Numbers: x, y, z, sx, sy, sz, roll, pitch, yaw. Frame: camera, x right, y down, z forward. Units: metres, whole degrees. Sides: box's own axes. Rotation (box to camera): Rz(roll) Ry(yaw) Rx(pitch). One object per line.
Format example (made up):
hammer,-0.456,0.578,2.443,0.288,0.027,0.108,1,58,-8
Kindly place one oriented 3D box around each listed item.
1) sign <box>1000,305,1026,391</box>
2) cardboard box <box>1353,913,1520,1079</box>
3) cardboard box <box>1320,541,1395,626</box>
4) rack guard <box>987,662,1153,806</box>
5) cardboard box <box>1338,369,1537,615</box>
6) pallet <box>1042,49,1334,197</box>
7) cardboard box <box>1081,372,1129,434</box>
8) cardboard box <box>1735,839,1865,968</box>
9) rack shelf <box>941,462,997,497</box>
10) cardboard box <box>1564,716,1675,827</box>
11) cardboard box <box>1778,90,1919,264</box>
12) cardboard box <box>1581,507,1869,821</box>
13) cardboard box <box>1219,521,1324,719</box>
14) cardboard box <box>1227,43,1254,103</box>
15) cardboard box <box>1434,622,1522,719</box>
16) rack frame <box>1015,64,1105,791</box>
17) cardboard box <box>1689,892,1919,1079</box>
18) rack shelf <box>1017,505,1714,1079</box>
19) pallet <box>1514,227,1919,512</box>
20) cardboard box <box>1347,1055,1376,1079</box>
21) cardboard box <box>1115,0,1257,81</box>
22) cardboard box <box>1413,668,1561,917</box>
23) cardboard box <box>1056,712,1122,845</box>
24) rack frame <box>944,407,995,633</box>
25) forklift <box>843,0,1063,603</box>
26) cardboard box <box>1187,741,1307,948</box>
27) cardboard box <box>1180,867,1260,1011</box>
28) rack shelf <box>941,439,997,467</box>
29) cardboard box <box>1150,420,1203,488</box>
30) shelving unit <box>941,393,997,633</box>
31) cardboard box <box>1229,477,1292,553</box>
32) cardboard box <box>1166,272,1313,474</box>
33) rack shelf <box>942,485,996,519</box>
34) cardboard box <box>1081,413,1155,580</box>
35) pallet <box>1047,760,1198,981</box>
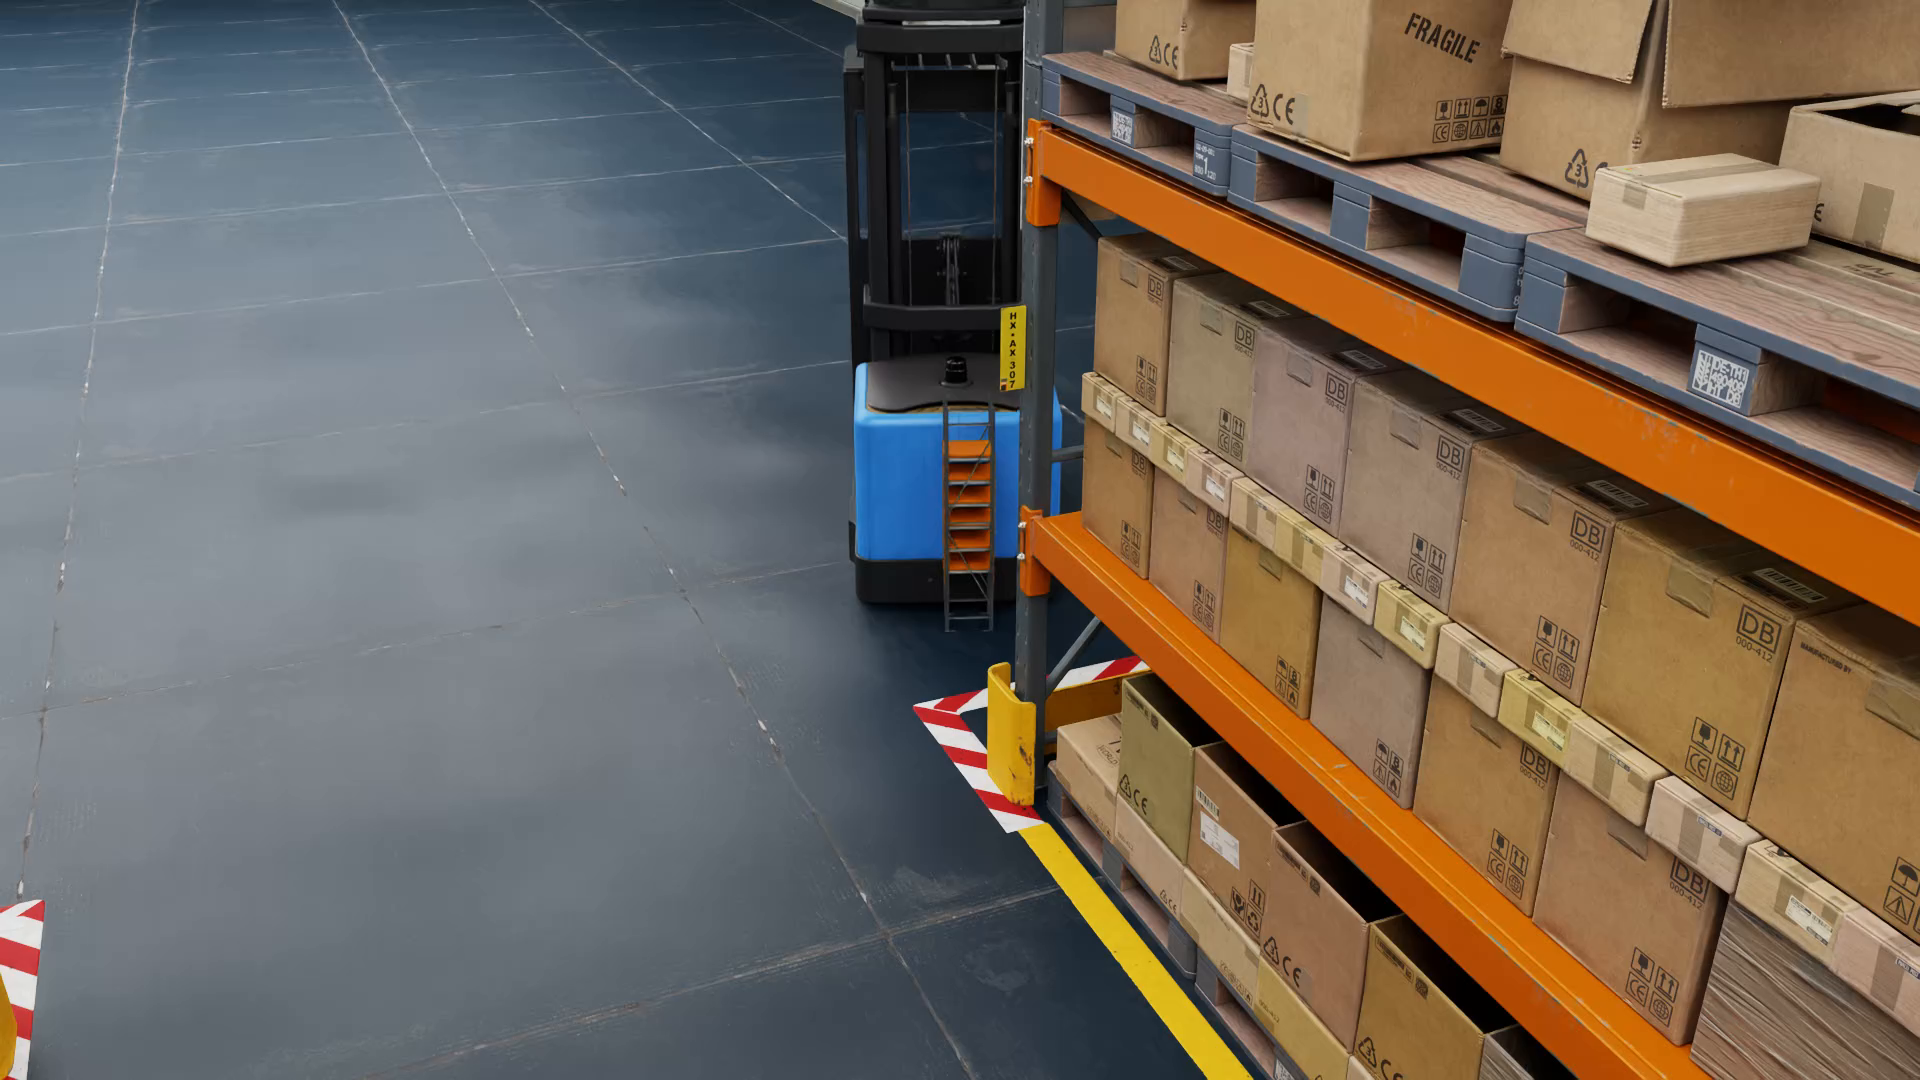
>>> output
sign,0.198,-0.715,6.220,0.100,0.325,0.005,-11,28,-21
cardboard box,1.511,1.386,4.793,0.500,0.500,0.500,-11,28,-21
cardboard box,1.268,0.096,4.782,0.380,0.149,0.250,-10,28,-20
rack guard,0.702,0.730,7.186,1.175,0.500,0.348,-11,28,-21
cardboard box,1.509,-0.183,4.613,0.700,0.500,0.500,-11,28,-21
pallet,0.964,-1.402,5.385,1.003,0.211,1.213,-11,28,-21
cardboard box,0.667,-0.525,6.053,0.380,0.149,0.250,-11,28,-21
cardboard box,1.879,0.721,3.500,0.380,0.149,0.250,-11,28,-22
rack shelf,0.042,-0.295,8.042,0.258,0.103,0.180,-1,26,-2
cardboard box,1.671,0.510,3.933,0.380,0.149,0.250,-11,28,-21
cardboard box,2.112,-0.795,3.504,0.500,0.311,0.500,-12,29,-23
cardboard box,1.899,0.221,3.785,0.700,0.500,0.500,-11,28,-21
cardboard box,1.282,0.175,5.360,0.700,0.500,0.500,-10,28,-20
cardboard box,1.010,-1.365,4.857,0.380,0.149,0.250,-11,28,-21
cardboard box,1.478,0.309,4.346,0.380,0.149,0.250,-10,28,-19
rack frame,0.711,-0.384,6.617,1.000,3.000,0.127,-11,28,-21
cardboard box,2.098,1.008,3.653,0.700,0.500,0.500,-11,28,-22
rack shelf,1.495,0.747,5.121,1.077,0.370,4.000,-11,28,-21
pallet,1.920,-0.417,3.367,1.003,0.211,1.213,-11,28,-21
cardboard box,1.499,1.725,4.953,0.500,0.250,0.500,-11,28,-21
cardboard box,0.933,-1.797,5.337,0.797,0.503,0.637,-9,27,-17
cardboard box,1.693,0.593,4.503,0.700,0.500,0.500,-10,28,-20
cardboard box,0.717,0.918,6.607,0.500,0.250,0.500,-11,28,-21
rack frame,0.046,-0.079,8.045,0.240,1.200,0.006,-1,26,-2
forklift,-0.067,-1.604,9.194,1.130,2.935,3.031,-1,26,-2
cardboard box,1.122,0.982,5.621,0.500,0.500,0.500,-11,28,-21
cardboard box,1.111,1.321,5.781,0.500,0.250,0.500,-11,28,-21
rack shelf,0.042,-0.403,7.989,0.258,0.103,0.180,-1,26,-2
cardboard box,0.869,-0.318,5.629,0.380,0.149,0.250,-10,28,-20
shelving unit,0.042,-0.120,8.127,0.258,1.200,0.189,-1,26,-2
cardboard box,1.073,-0.108,5.200,0.380,0.149,0.250,-12,28,-22
cardboard box,1.114,-0.588,5.444,0.700,0.500,0.500,-11,28,-22
rack shelf,0.042,-0.188,8.094,0.258,0.103,0.180,-1,26,-2
cardboard box,0.882,-0.238,6.205,0.700,0.500,0.500,-11,28,-21
pallet,1.049,1.171,6.611,1.003,0.211,1.213,-11,28,-21
